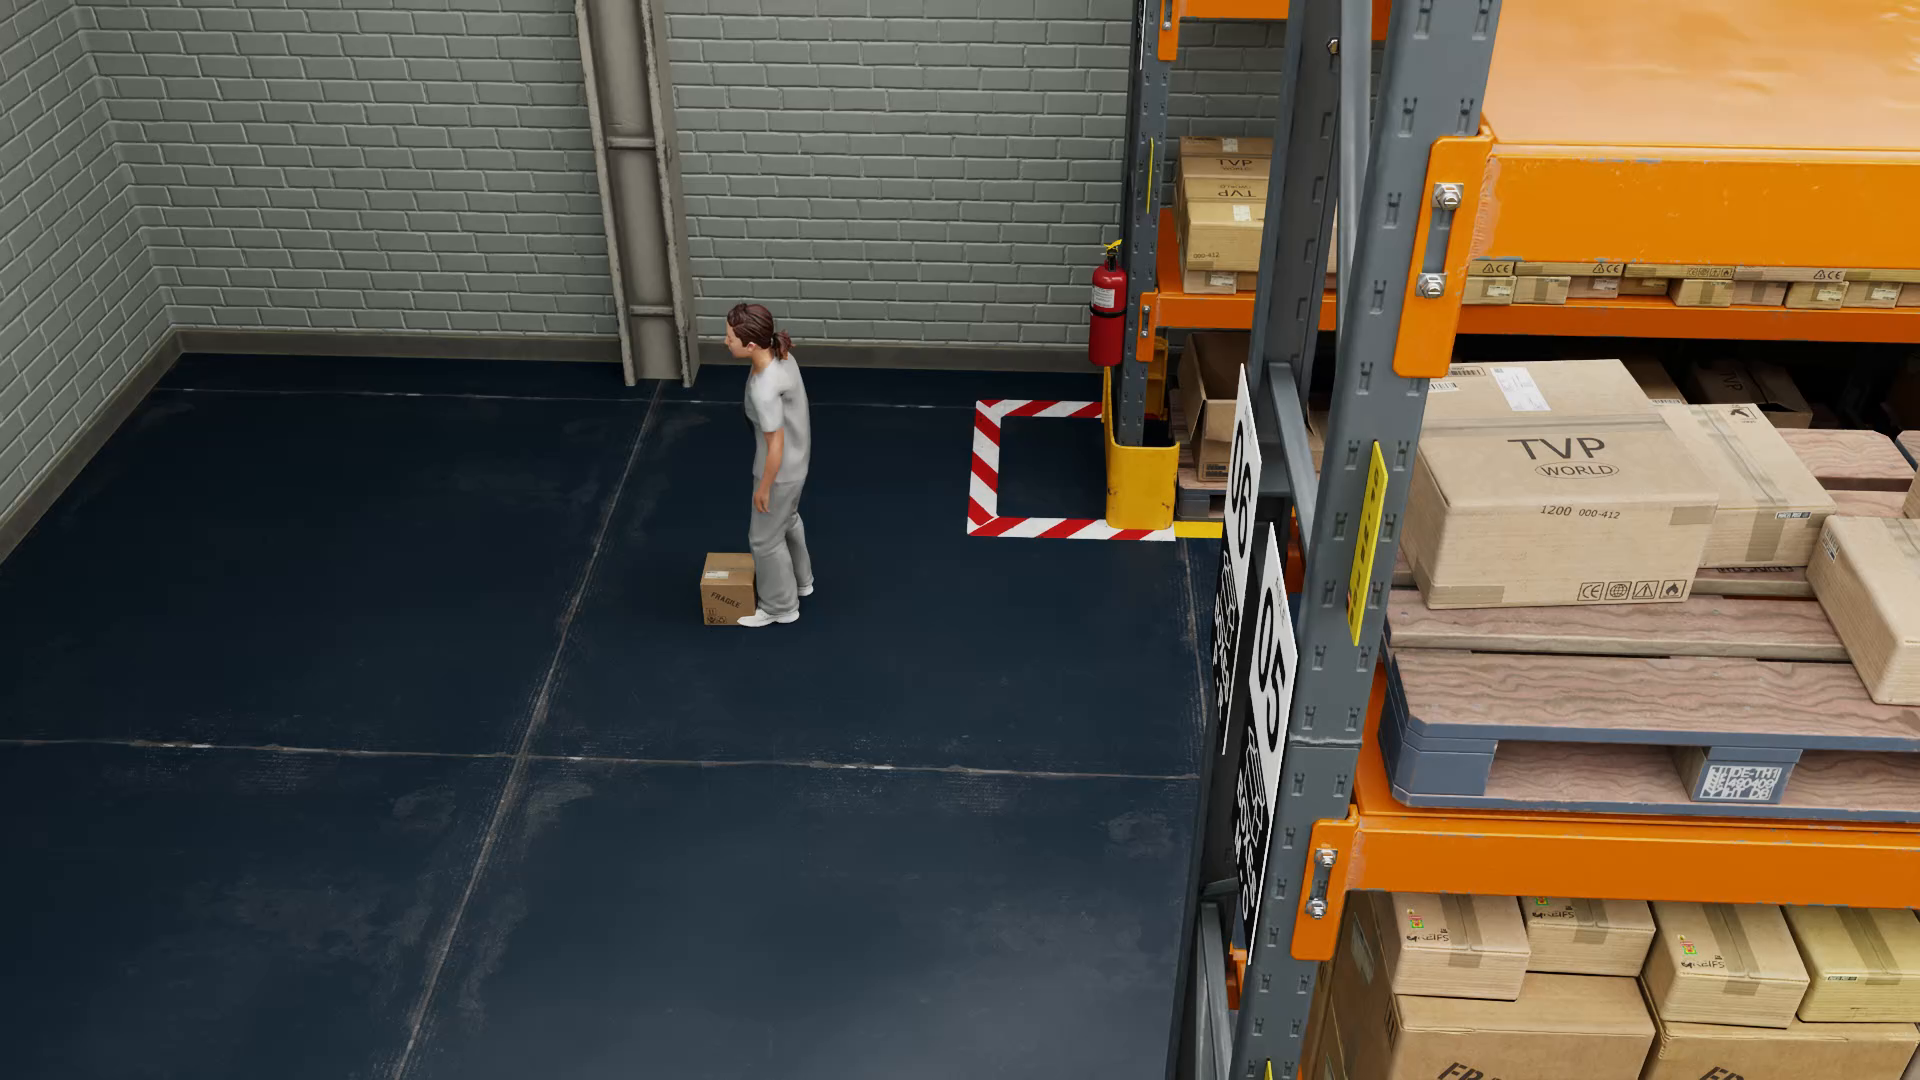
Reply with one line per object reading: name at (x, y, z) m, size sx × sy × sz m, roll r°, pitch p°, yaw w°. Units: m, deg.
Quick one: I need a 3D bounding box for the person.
person at (-0.879, -0.337, 7.583) m, size 0.408 × 1.673 × 0.513 m, roll 0°, pitch 36°, yaw 0°
